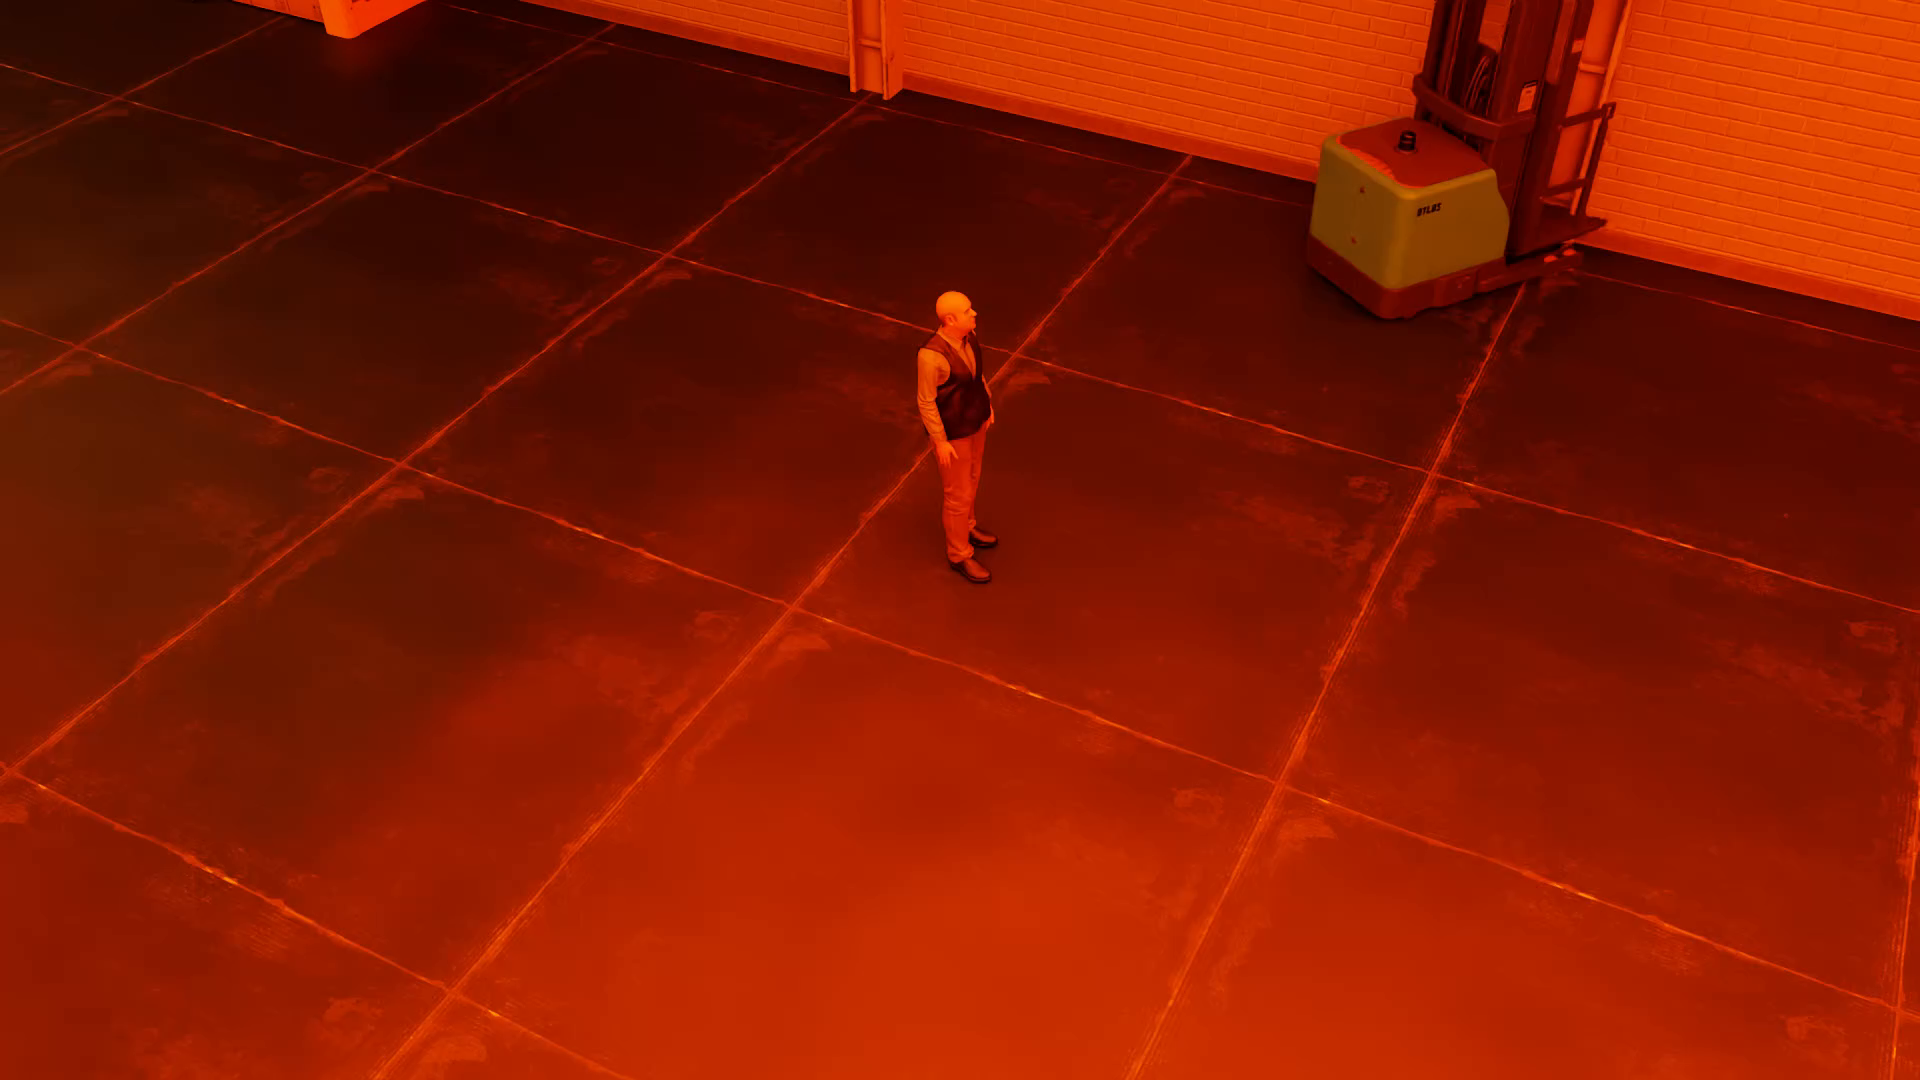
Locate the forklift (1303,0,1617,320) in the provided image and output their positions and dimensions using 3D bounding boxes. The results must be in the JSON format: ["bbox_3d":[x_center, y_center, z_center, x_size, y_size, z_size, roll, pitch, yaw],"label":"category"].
[{"bbox_3d":[4.164,-3.393,12.016,3.031,2.935,1.130,-19,44,-21],"label":"forklift"}]

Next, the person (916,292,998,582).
[{"bbox_3d":[0.051,-0.641,9.675,0.568,1.720,0.632,18,43,21],"label":"person"}]
